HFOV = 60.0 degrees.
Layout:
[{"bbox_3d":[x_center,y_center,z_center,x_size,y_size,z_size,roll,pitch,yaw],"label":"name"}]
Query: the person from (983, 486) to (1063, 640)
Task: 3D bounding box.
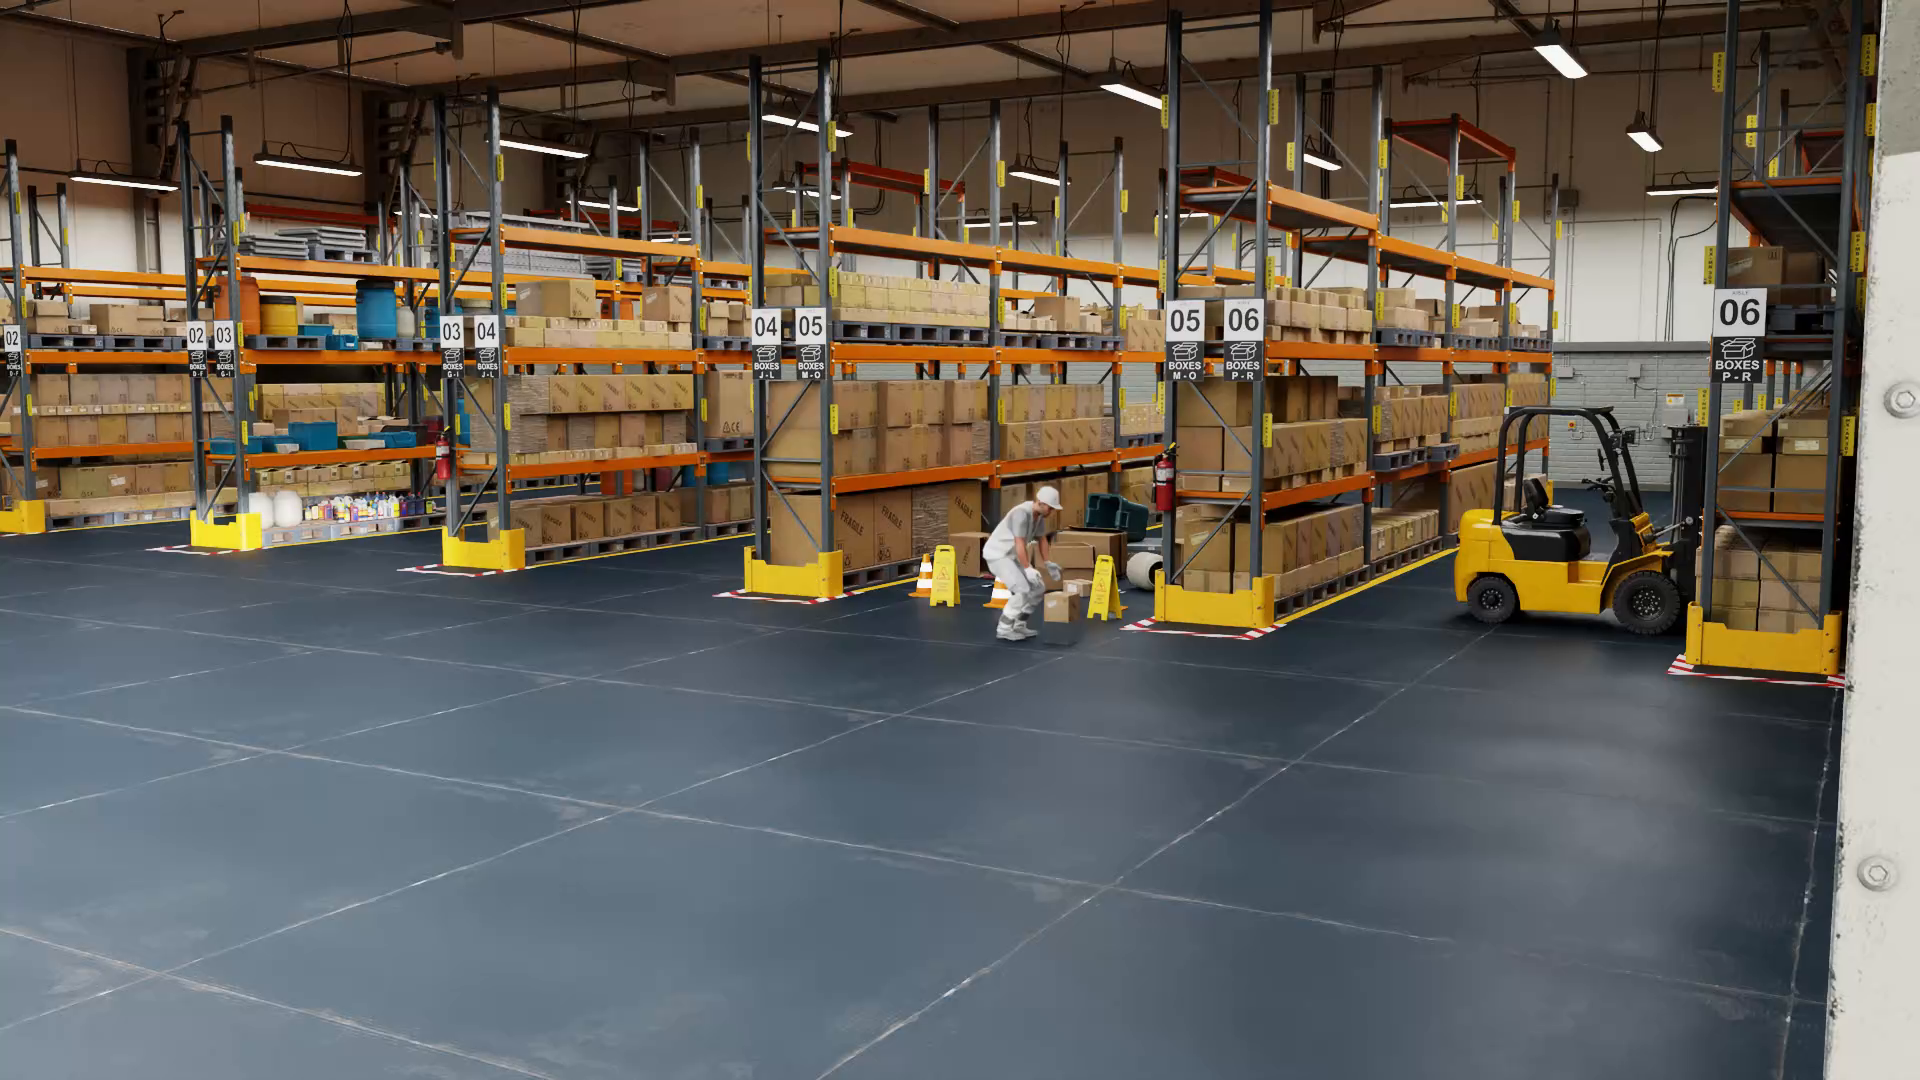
[{"bbox_3d":[0.607,0.207,15.642,0.749,1.443,0.583,3,7,29],"label":"person"}]
